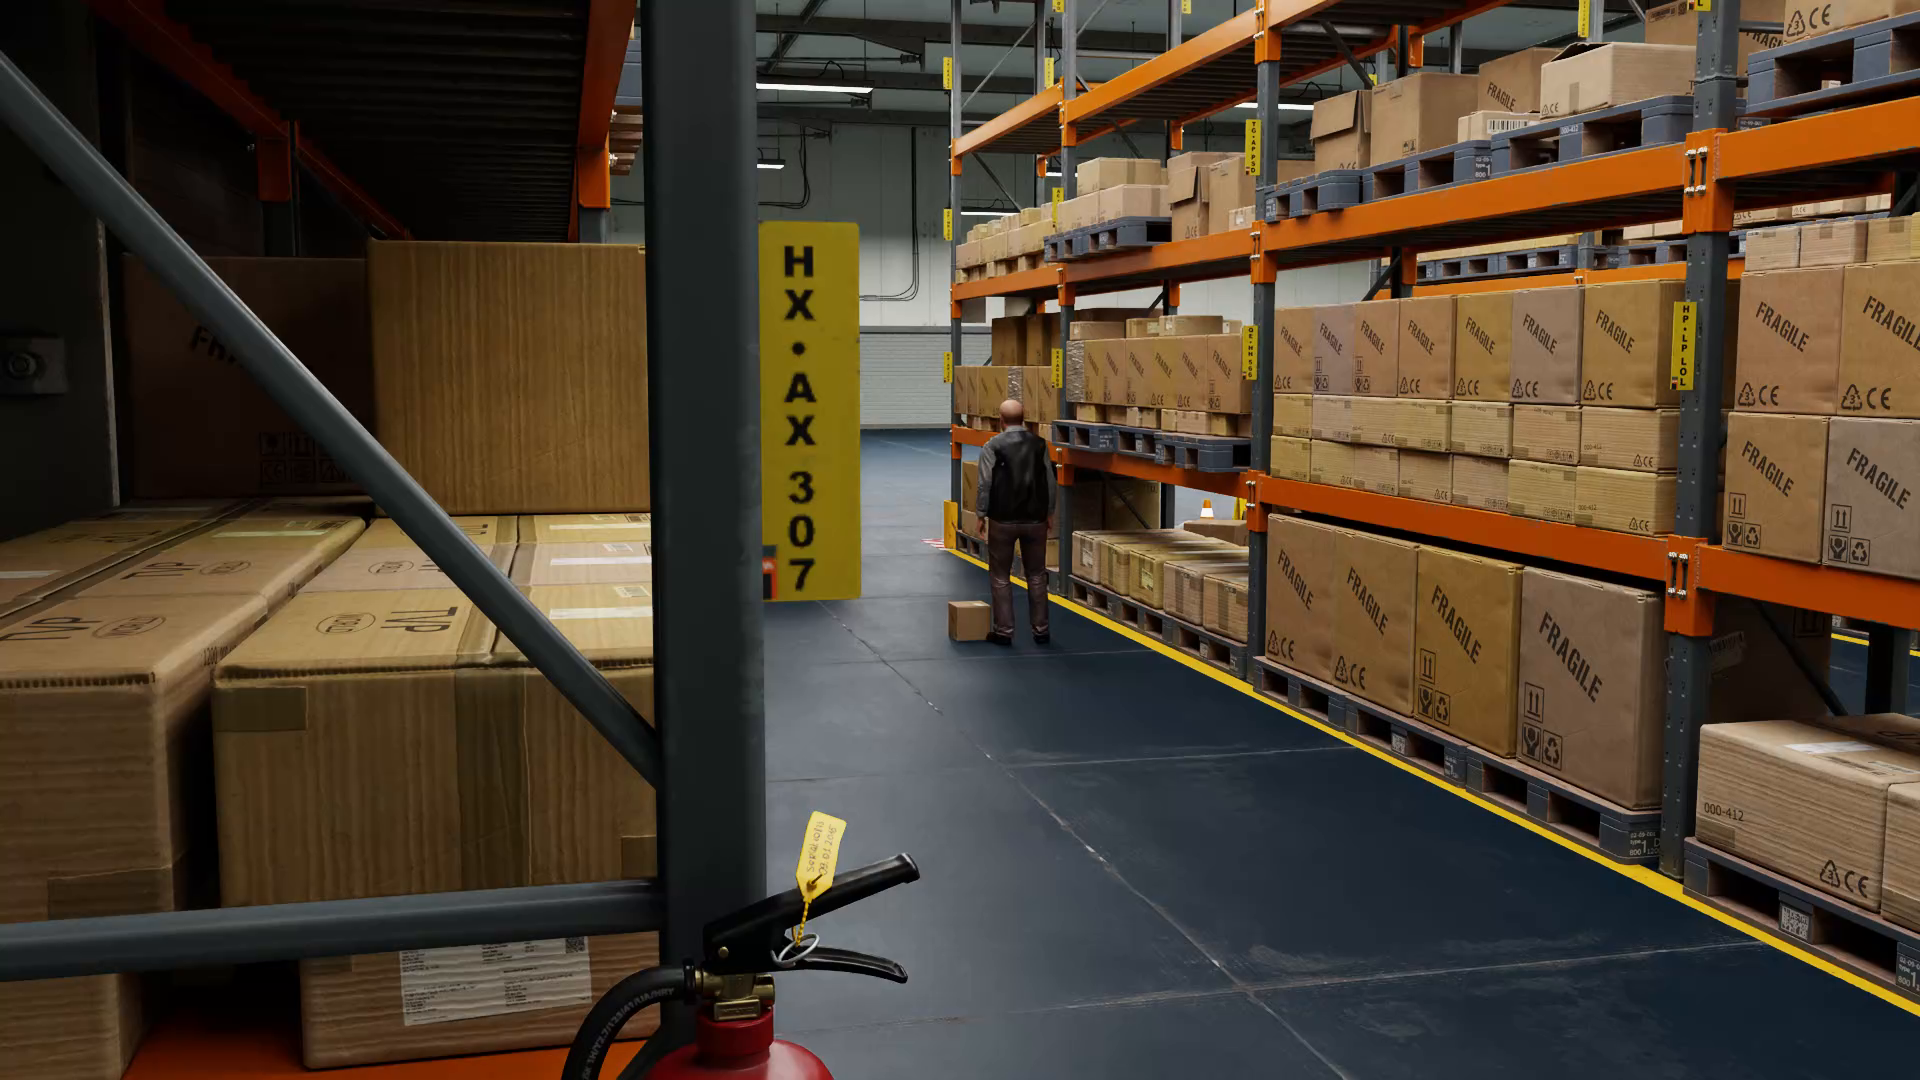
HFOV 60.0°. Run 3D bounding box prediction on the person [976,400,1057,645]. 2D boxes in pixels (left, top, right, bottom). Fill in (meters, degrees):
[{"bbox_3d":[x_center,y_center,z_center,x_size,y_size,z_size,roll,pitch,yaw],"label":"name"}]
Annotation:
[{"bbox_3d":[0.401,-0.125,11.734,0.587,1.721,0.412,-2,6,-15],"label":"person"}]
